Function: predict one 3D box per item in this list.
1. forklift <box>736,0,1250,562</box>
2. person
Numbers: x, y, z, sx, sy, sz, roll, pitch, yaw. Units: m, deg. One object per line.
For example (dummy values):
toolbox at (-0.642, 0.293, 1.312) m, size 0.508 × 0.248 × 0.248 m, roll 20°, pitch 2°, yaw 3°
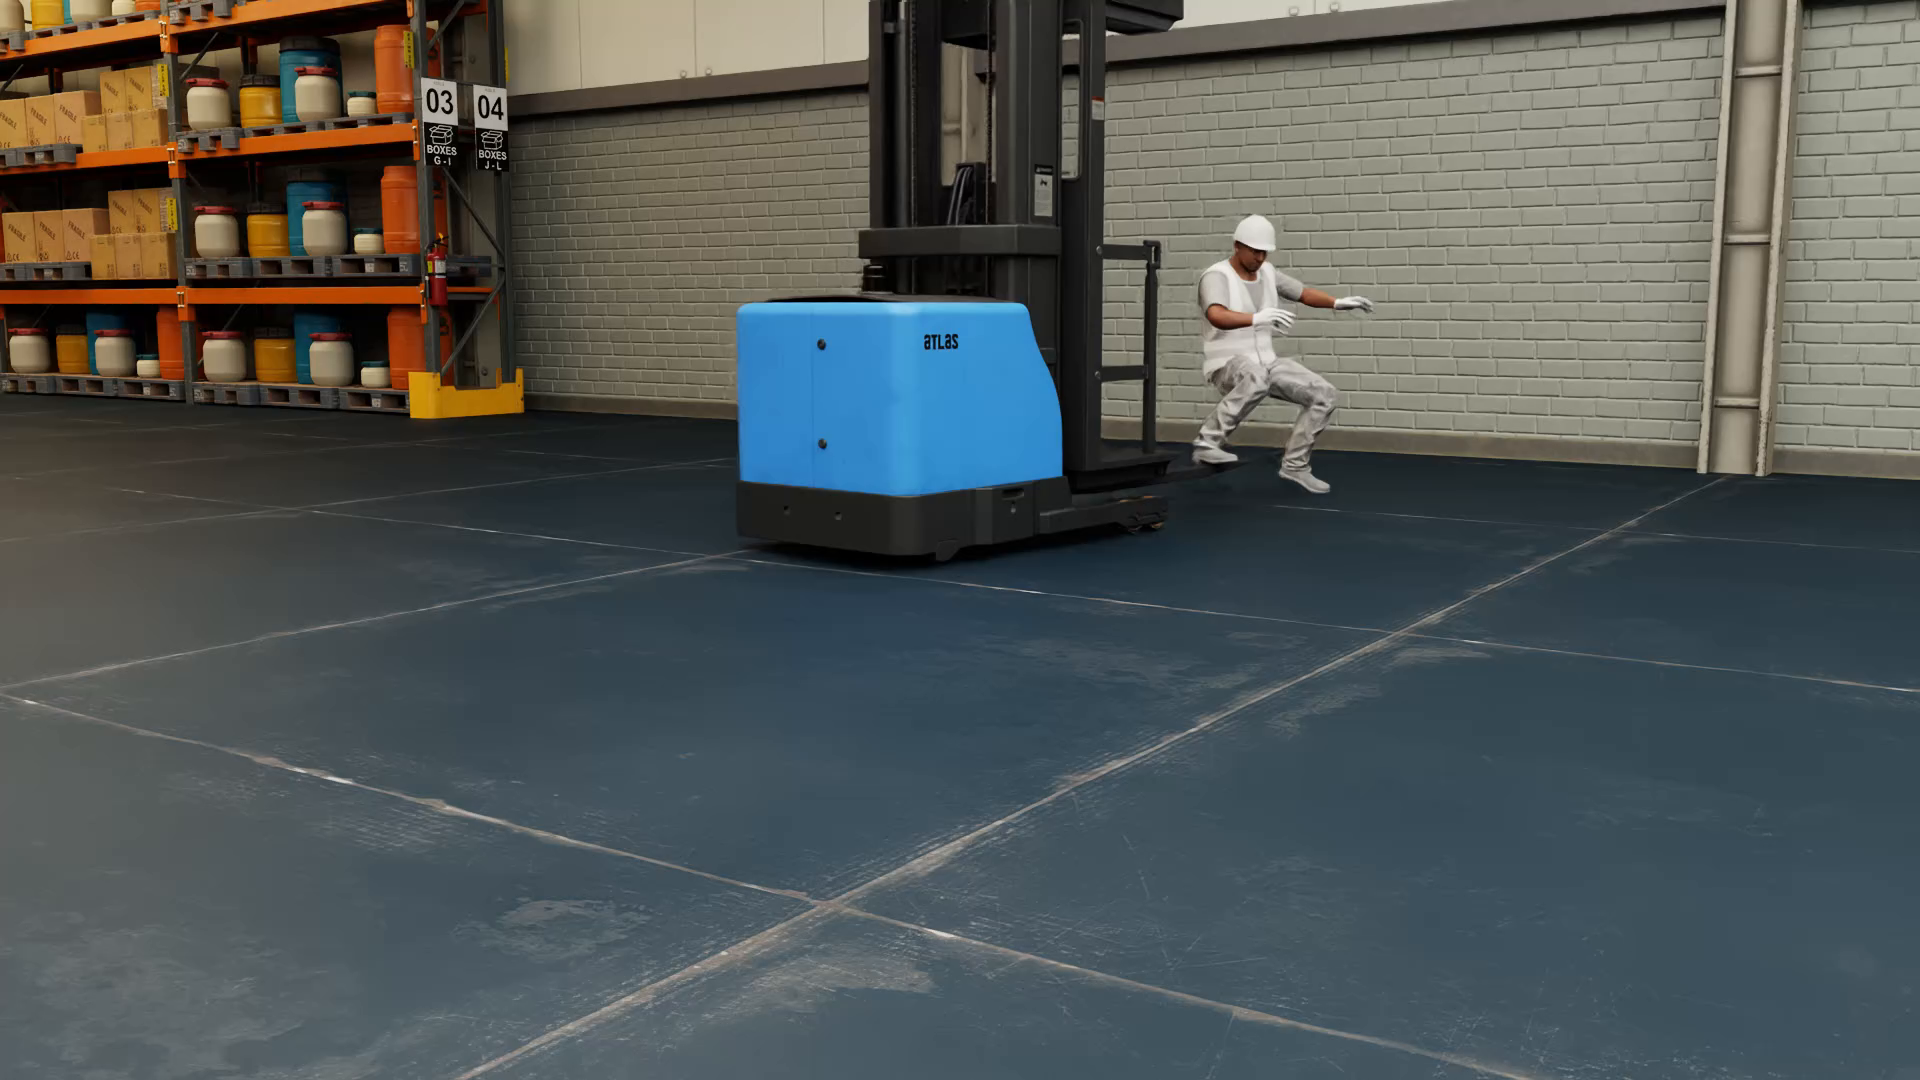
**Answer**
forklift at (0.350, -1.521, 7.889) m, size 1.130 × 2.935 × 3.031 m, roll 7°, pitch 10°, yaw 39°
person at (1.674, -0.985, 9.000) m, size 1.066 × 1.526 × 0.775 m, roll -5°, pitch 10°, yaw -32°
